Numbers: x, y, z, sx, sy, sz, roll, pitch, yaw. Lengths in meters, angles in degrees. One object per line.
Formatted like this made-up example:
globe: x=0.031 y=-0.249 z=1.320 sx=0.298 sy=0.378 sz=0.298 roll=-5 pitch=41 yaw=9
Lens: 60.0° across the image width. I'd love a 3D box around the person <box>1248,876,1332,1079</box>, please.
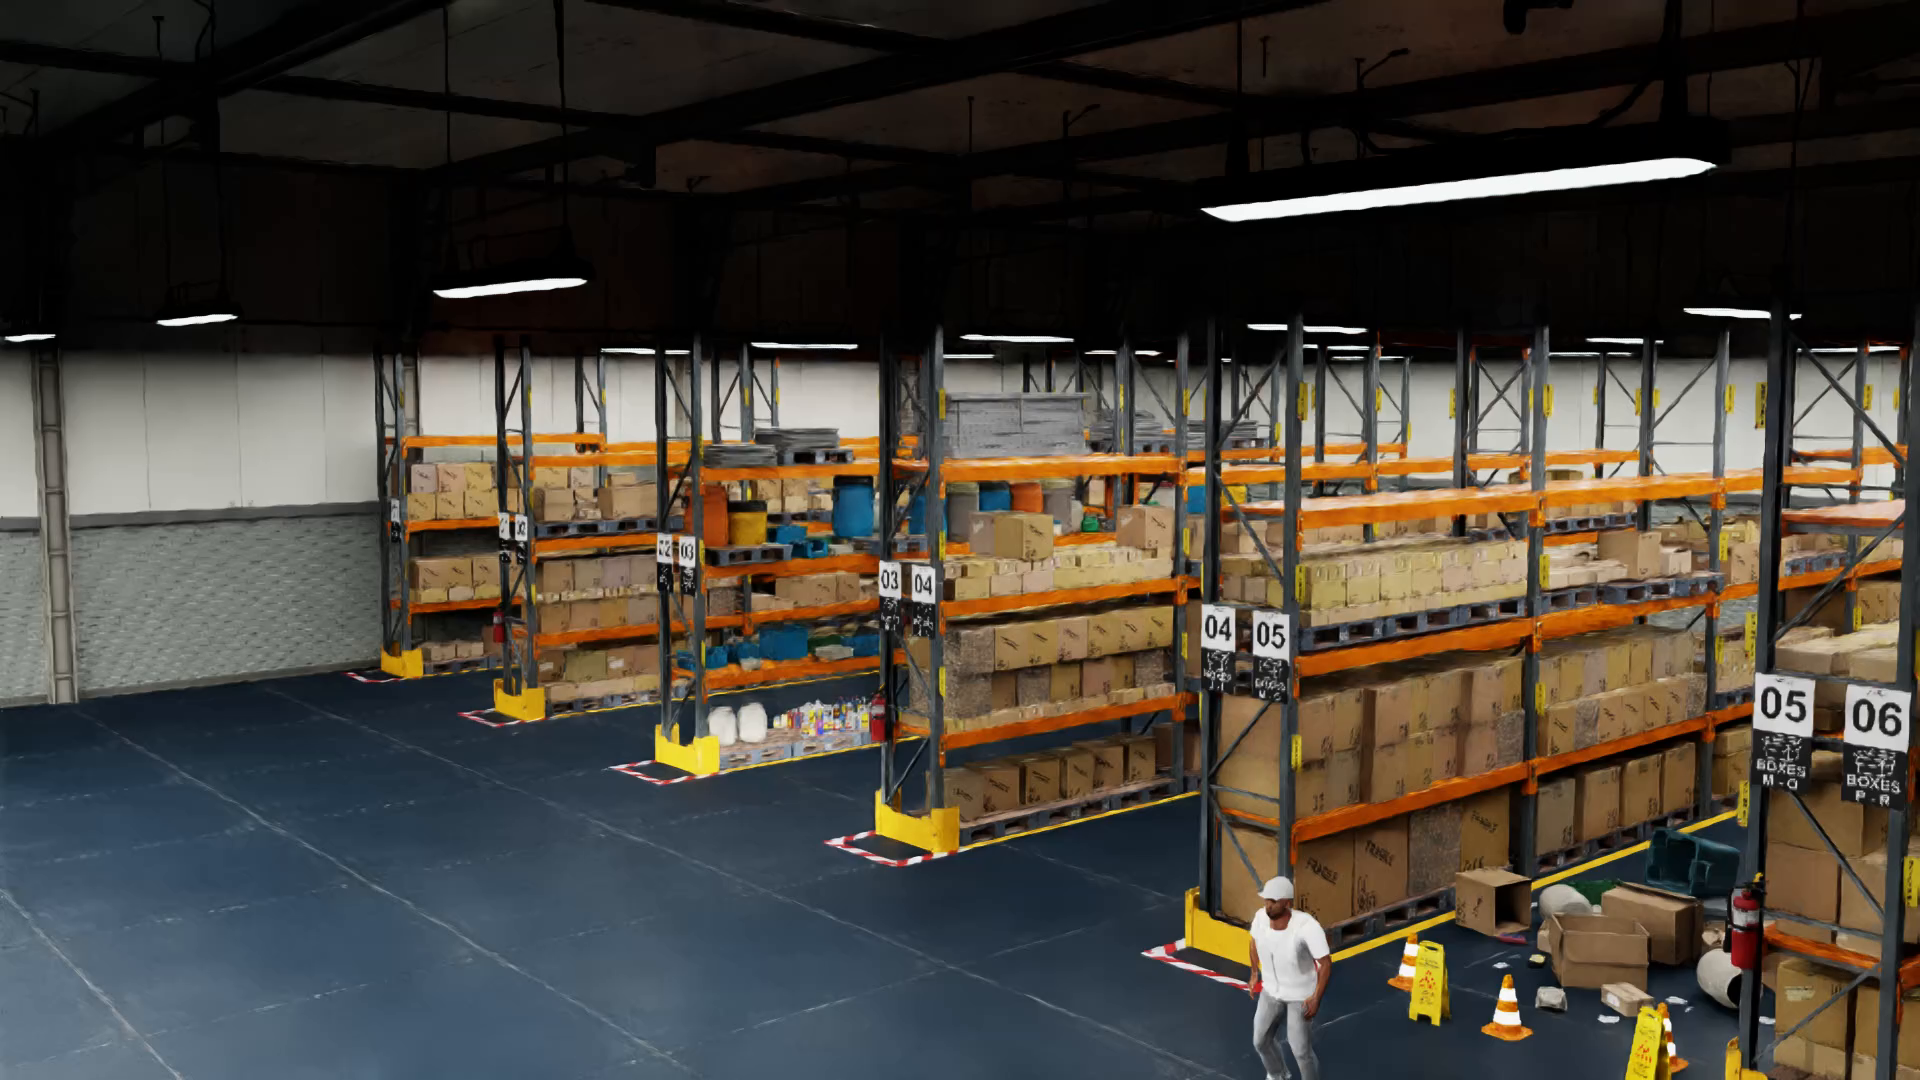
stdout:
person: x=2.341 y=3.234 z=11.940 sx=0.572 sy=1.714 sz=0.719 roll=-5 pitch=7 yaw=-42
